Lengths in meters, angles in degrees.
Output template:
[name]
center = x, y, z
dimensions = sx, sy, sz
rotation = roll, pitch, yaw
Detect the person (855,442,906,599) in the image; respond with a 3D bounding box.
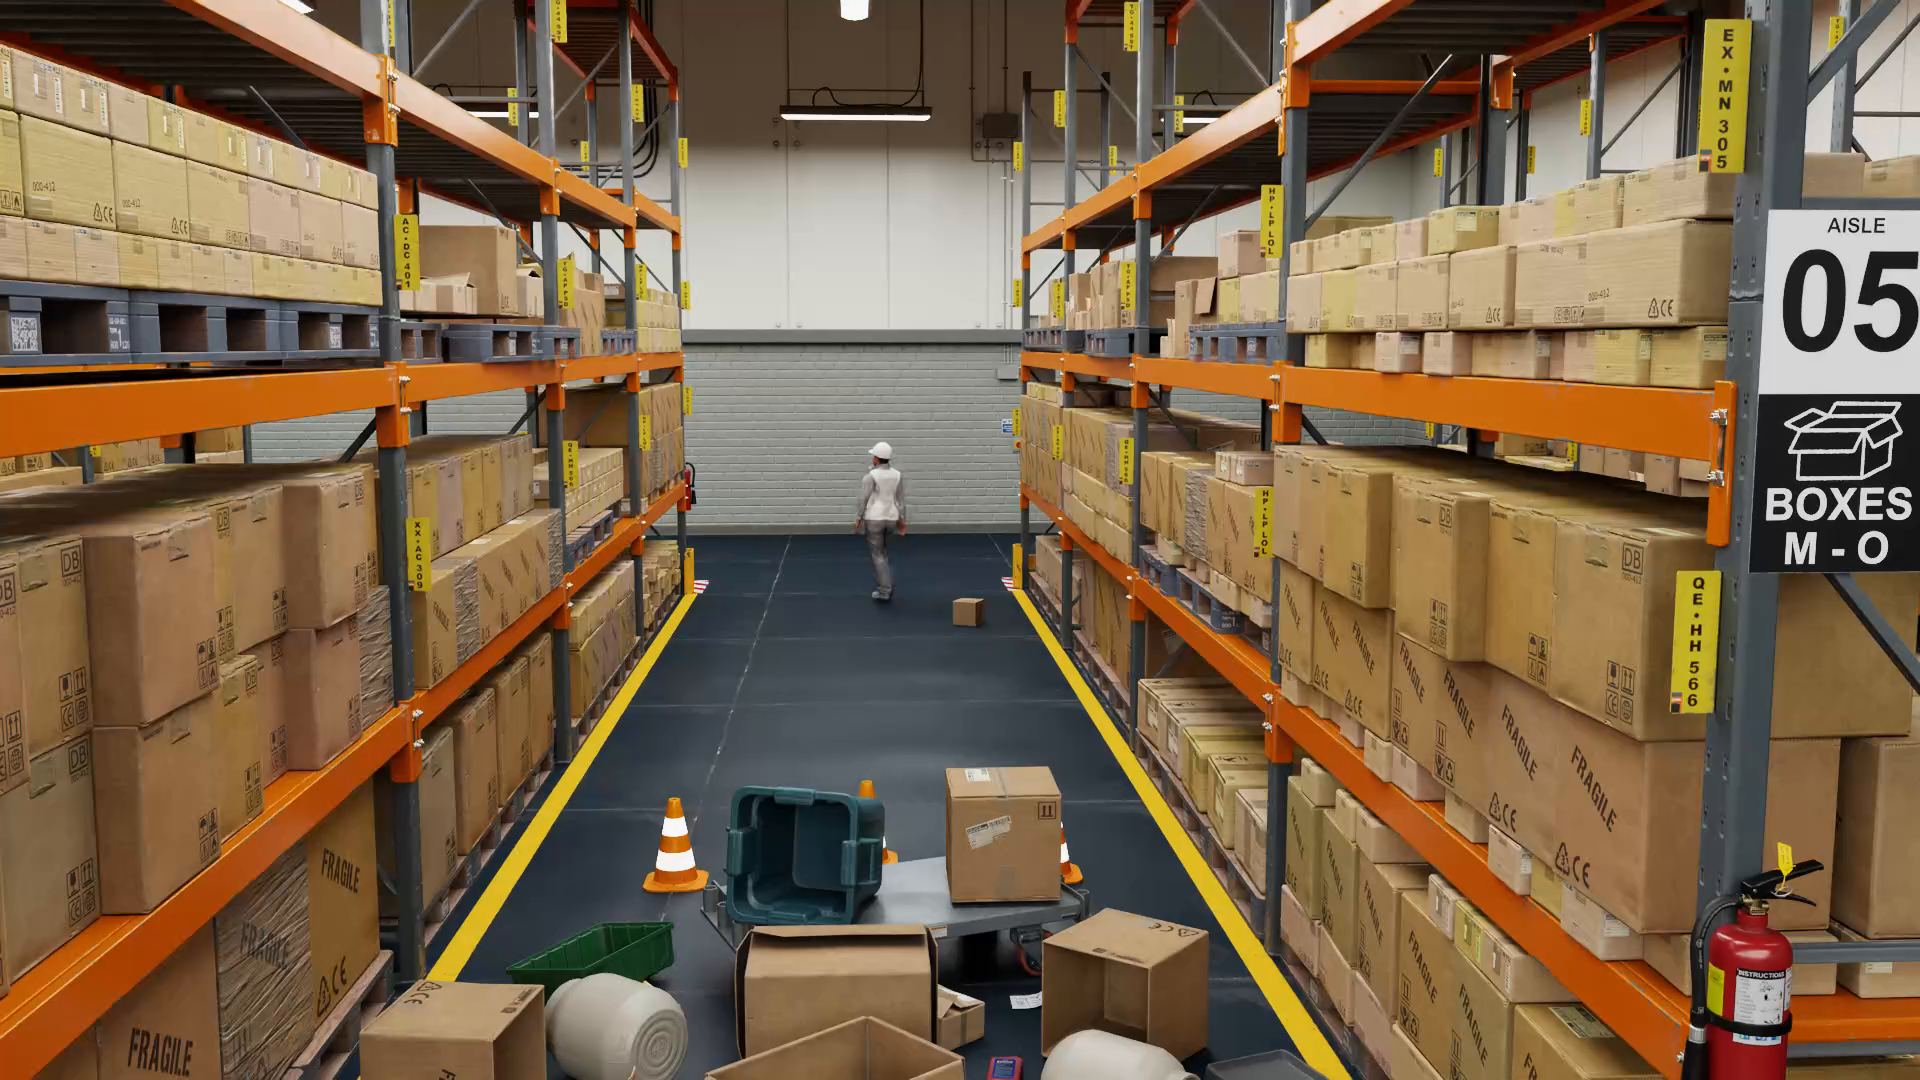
[person]
center = -0.930, -0.201, 18.795
dimensions = 0.576, 1.814, 0.524
rotation = -6, 9, -41
